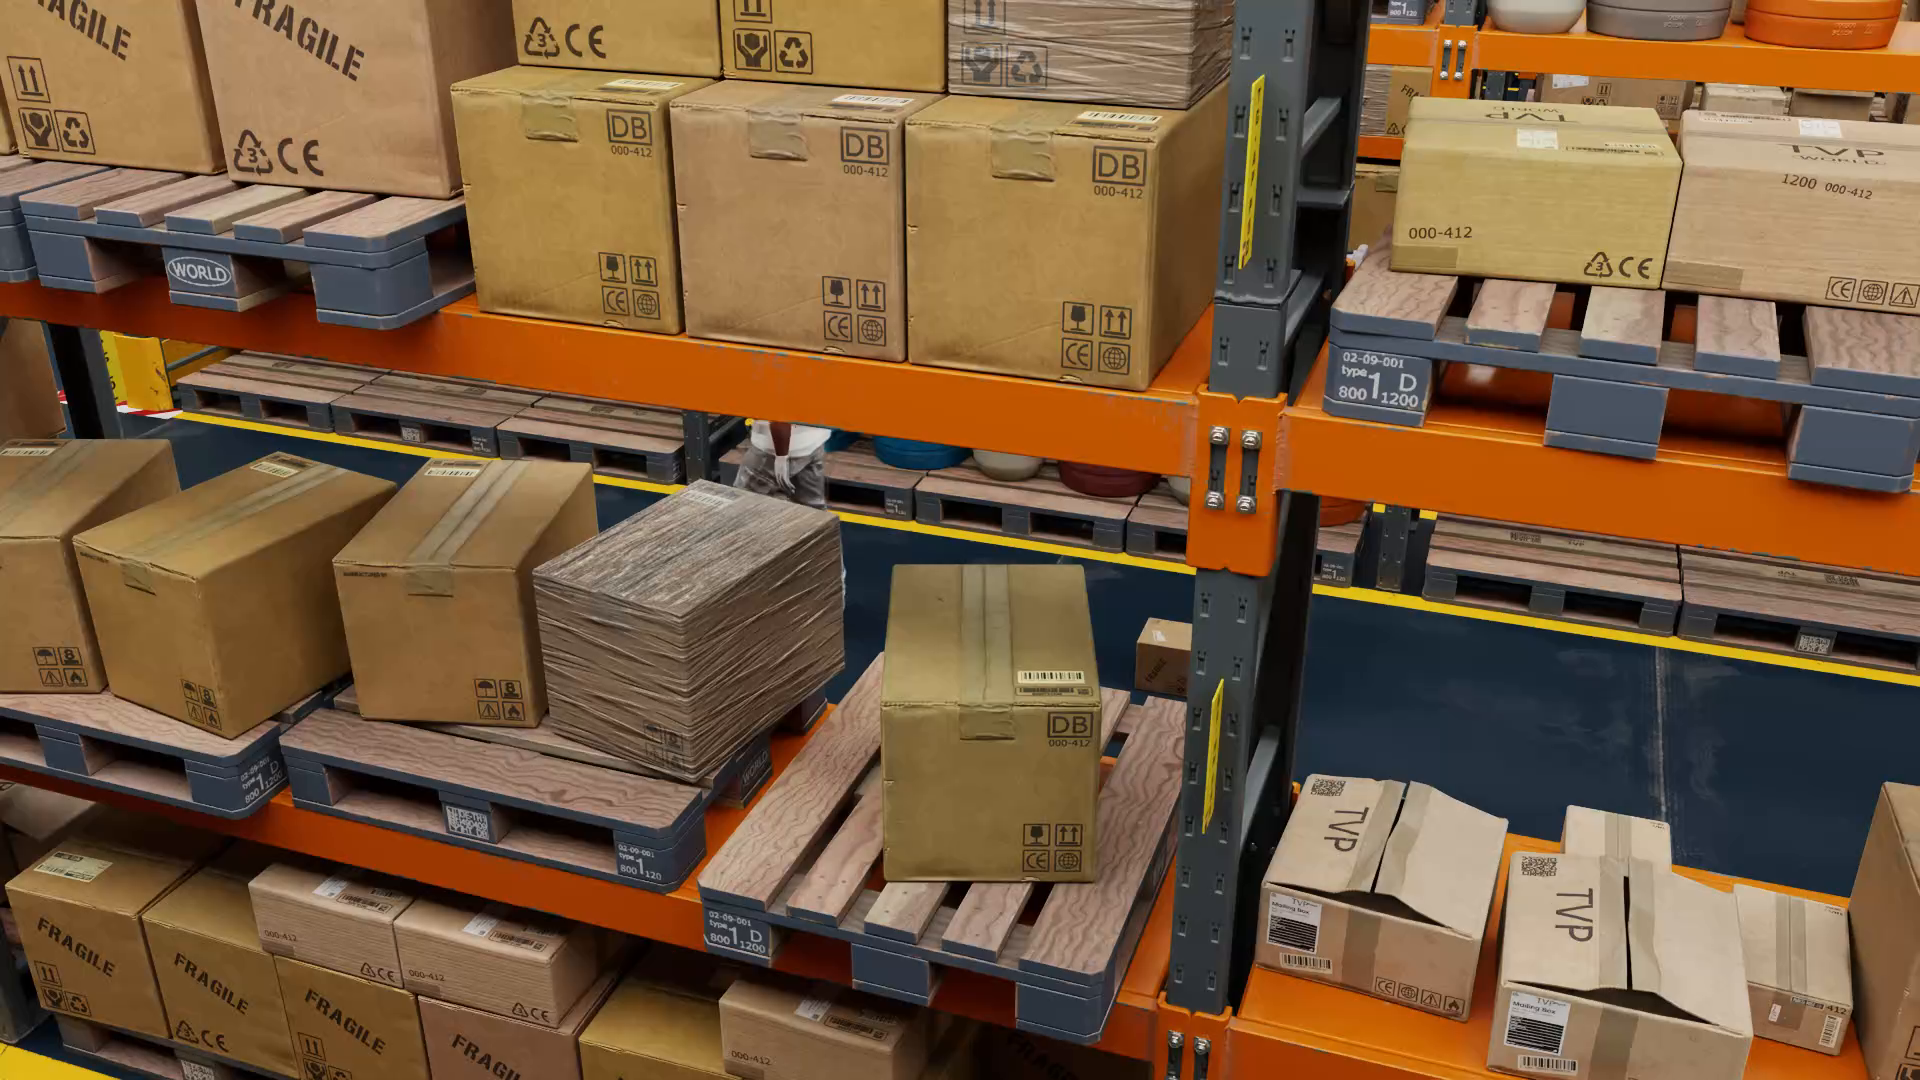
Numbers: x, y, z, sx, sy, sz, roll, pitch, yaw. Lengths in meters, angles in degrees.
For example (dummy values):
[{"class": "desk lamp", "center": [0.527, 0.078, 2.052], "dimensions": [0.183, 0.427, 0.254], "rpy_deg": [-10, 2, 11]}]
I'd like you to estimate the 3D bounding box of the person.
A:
[{"class": "person", "center": [-0.849, -0.447, 8.043], "dimensions": [0.562, 1.842, 0.564], "rpy_deg": [10, 27, 21]}]
